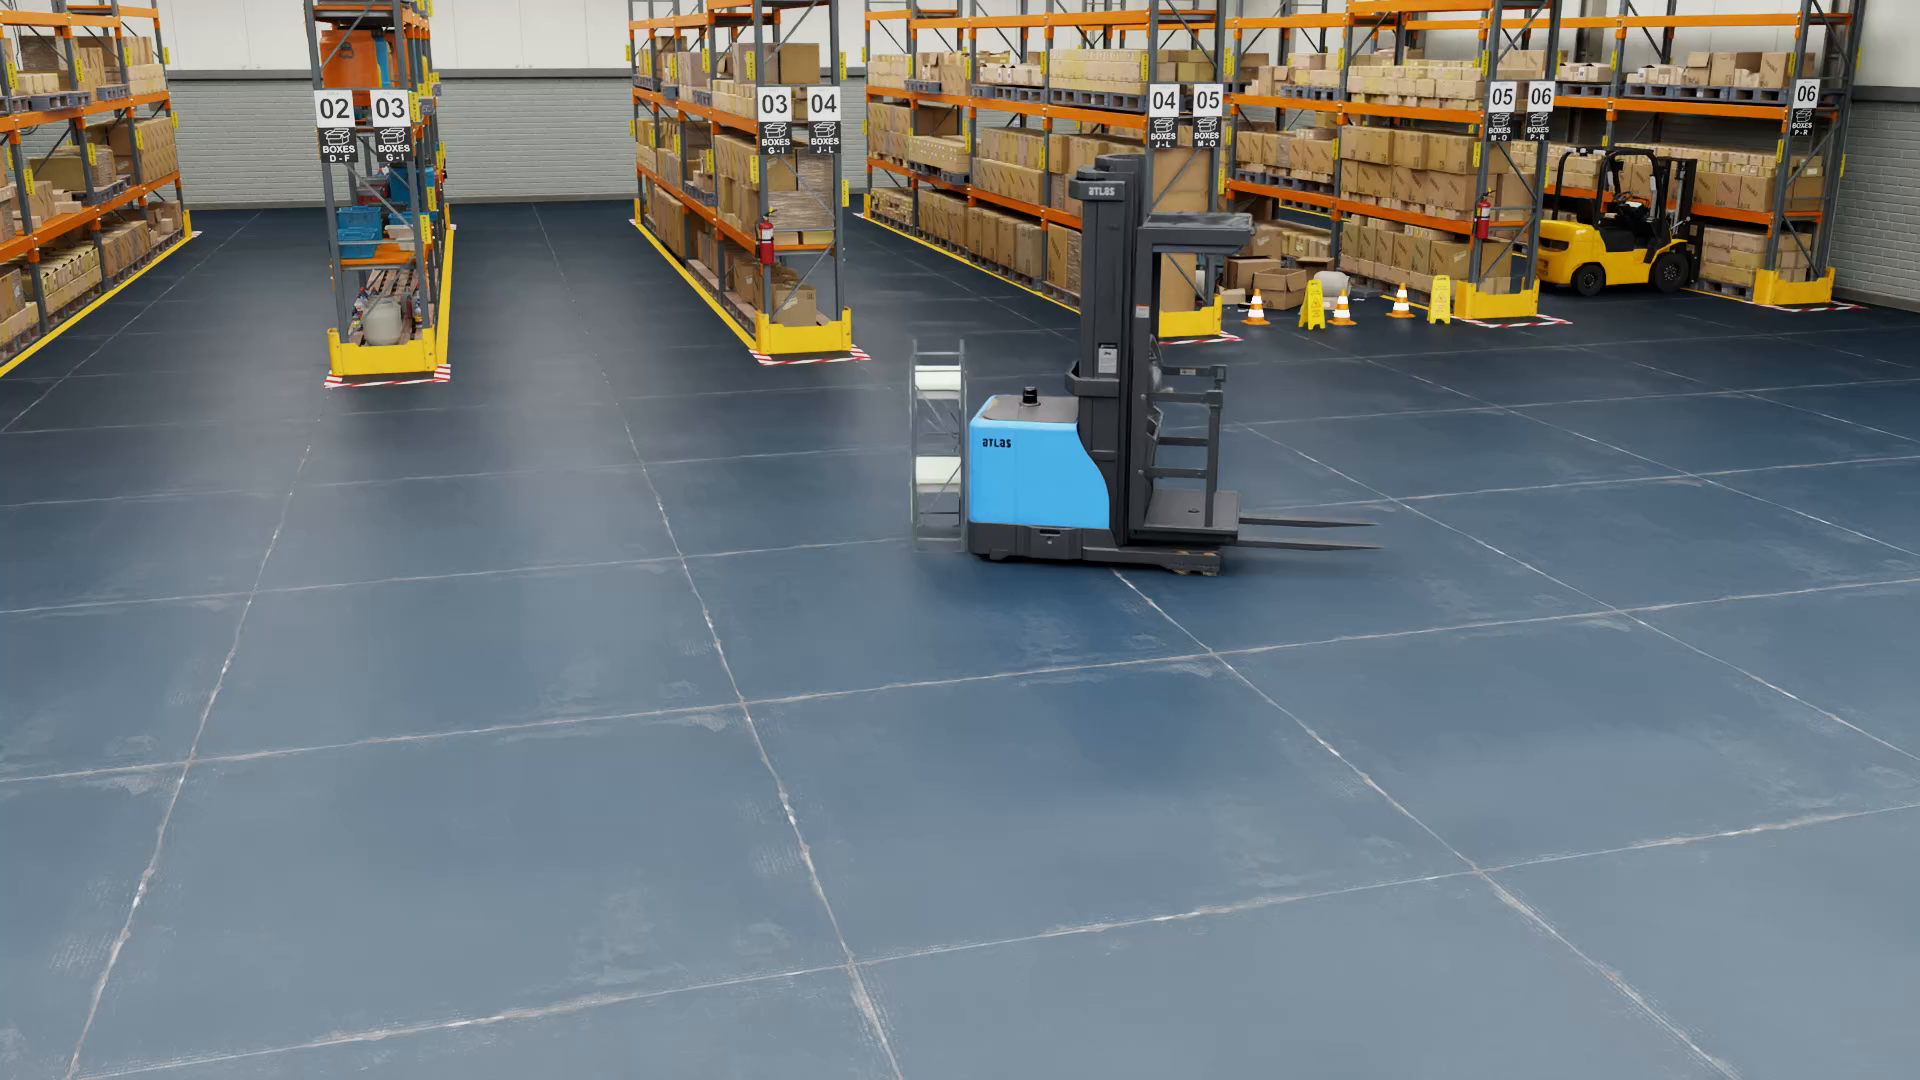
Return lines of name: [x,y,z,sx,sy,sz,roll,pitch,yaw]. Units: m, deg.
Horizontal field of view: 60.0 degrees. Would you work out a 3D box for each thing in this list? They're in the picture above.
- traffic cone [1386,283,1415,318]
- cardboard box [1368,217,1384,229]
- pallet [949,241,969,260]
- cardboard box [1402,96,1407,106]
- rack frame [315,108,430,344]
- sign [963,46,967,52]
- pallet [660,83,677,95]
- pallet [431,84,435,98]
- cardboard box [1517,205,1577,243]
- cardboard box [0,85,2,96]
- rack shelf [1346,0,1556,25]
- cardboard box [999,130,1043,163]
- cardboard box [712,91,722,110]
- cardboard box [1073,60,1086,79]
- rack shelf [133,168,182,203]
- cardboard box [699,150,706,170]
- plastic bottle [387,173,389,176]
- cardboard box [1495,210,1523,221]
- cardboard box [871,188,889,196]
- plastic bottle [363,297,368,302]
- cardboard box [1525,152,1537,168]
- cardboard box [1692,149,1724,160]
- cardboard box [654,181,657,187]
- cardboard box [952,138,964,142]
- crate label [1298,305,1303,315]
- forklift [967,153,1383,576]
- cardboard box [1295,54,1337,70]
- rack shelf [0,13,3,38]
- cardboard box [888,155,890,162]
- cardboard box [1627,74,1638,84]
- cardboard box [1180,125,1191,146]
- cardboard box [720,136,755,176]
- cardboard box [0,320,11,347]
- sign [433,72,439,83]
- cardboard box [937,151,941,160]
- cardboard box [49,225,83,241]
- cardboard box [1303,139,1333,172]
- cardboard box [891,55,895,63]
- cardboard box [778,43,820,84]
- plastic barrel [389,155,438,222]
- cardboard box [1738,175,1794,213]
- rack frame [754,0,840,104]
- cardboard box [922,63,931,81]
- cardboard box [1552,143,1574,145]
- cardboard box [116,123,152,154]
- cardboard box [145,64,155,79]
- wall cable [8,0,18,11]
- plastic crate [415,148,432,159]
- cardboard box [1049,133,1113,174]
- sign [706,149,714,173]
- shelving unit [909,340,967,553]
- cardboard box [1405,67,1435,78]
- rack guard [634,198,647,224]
traffic cone: [6.229,-3.391,23.437,0.336,0.463,0.334,-5,17,-15]
cardboard box: [6.511,-4.884,25.615,0.380,0.149,0.250,-4,17,-13]
pallet: [0.444,-5.264,30.108,1.003,0.211,1.213,-5,17,-15]
cardboard box: [6.762,-6.479,24.530,0.380,0.149,0.250,-5,17,-15]
rack frame: [-6.703,-3.414,19.104,1.000,3.000,0.127,-5,17,-15]
sign: [0.091,-9.407,32.257,0.100,0.325,0.005,-5,17,-15]
pallet: [-4.677,-7.848,28.978,1.003,0.211,1.213,-4,17,-13]
pallet: [-9.377,-7.557,28.010,1.003,0.211,1.213,-5,17,-15]
cardboard box: [10.692,-5.719,30.176,0.875,0.625,0.625,-5,18,-18]
cardboard box: [-12.726,-5.867,21.587,0.500,0.250,0.500,-3,17,-9]
rack shelf: [7.038,-7.669,24.098,1.077,0.370,4.000,-5,17,-15]
cardboard box: [1.055,-6.503,27.475,0.700,0.500,0.500,-5,17,-16]
cardboard box: [-3.162,-6.132,23.199,0.500,0.250,0.500,-5,18,-17]
cardboard box: [1.902,-6.596,23.323,0.500,0.250,0.500,-5,17,-16]
rack shelf: [-15.314,-6.551,30.799,1.077,0.370,4.000,-5,17,-15]
cardboard box: [-3.952,-6.121,27.213,0.500,0.500,0.500,-7,18,-22]
plastic bottle: [-9.724,-6.117,28.325,0.097,0.271,0.097,0,17,0]
cardboard box: [7.694,-4.579,23.419,0.380,0.149,0.250,-5,17,-15]
cardboard box: [-1.723,-7.544,36.046,0.380,0.149,0.250,-6,18,-18]
plastic bottle: [-7.851,-3.079,21.965,0.097,0.271,0.097,0,17,0]
cardboard box: [10.476,-6.797,29.757,0.500,0.250,0.500,-4,17,-14]
cardboard box: [11.631,-5.990,25.860,0.380,0.149,0.250,-4,17,-14]
cardboard box: [-5.590,-6.746,33.161,0.875,0.875,0.875,-5,17,-15]
cardboard box: [0.073,-7.541,31.515,0.380,0.149,0.250,-5,17,-15]
crate label: [4.980,-3.266,23.586,0.298,0.136,0.250,16,23,42]
forklift: [1.623,-1.310,12.218,3.031,2.935,1.130,3,17,10]
cardboard box: [5.905,-7.932,27.591,0.500,0.250,0.500,-4,17,-14]
rack shelf: [-12.016,-5.914,18.943,1.077,0.370,4.000,-5,17,-15]
cardboard box: [-1.289,-7.932,34.582,0.380,0.149,0.250,-4,17,-13]
cardboard box: [11.092,-7.506,27.046,0.380,0.149,0.250,-4,17,-14]
cardboard box: [4.585,-7.871,32.029,0.500,0.500,0.500,-5,17,-16]
cardboard box: [-3.022,-5.299,22.949,0.500,0.500,0.500,-5,17,-15]
cardboard box: [-11.810,-2.489,20.073,0.500,0.250,0.500,-5,17,-15]
sign: [-10.575,-9.274,33.581,0.100,0.325,0.005,-5,17,-15]
cardboard box: [-0.200,-6.991,30.202,0.380,0.149,0.250,-5,17,-16]
cardboard box: [-14.167,-4.864,26.209,0.500,0.250,0.500,-4,17,-13]
cardboard box: [6.004,-6.334,27.403,0.500,0.500,0.500,-5,17,-15]
cardboard box: [-1.171,-9.705,33.531,0.380,0.149,0.250,-5,17,-16]
cardboard box: [-2.089,-6.104,21.285,0.500,0.500,0.500,-5,17,-15]
plastic barrel: [-7.617,-4.891,23.151,0.600,0.901,0.708,-5,17,-15]
cardboard box: [11.972,-5.146,24.695,0.500,0.500,0.500,-5,17,-16]
rack frame: [-1.940,-6.679,19.544,1.000,3.000,0.127,-5,17,-15]
cardboard box: [-0.402,-8.824,31.325,0.500,0.311,0.500,-5,17,-16]
cardboard box: [10.885,-7.057,29.930,0.380,0.149,0.250,-4,17,-14]
cardboard box: [-14.765,-7.165,29.678,0.500,0.500,0.500,-5,18,-17]
cardboard box: [-15.206,-8.655,30.728,0.500,0.250,0.500,-5,17,-15]
wall cable: [-19.235,-12.668,36.101,3.097,2.526,0.112,-5,17,-15]
plastic crate: [-10.005,-7.060,31.024,0.402,0.464,0.583,-5,17,-15]
cardboard box: [1.825,-5.761,24.778,0.875,0.550,0.550,-5,17,-15]
sign: [-3.572,-5.422,23.775,0.100,0.325,0.005,-5,17,-15]
shelving unit: [-0.166,-0.730,12.774,0.431,1.500,0.755,0,17,0]
cardboard box: [6.768,-6.857,24.403,0.380,0.149,0.250,-4,17,-14]
rack guard: [-6.344,-7.041,35.523,1.175,0.500,0.348,-5,17,-15]
